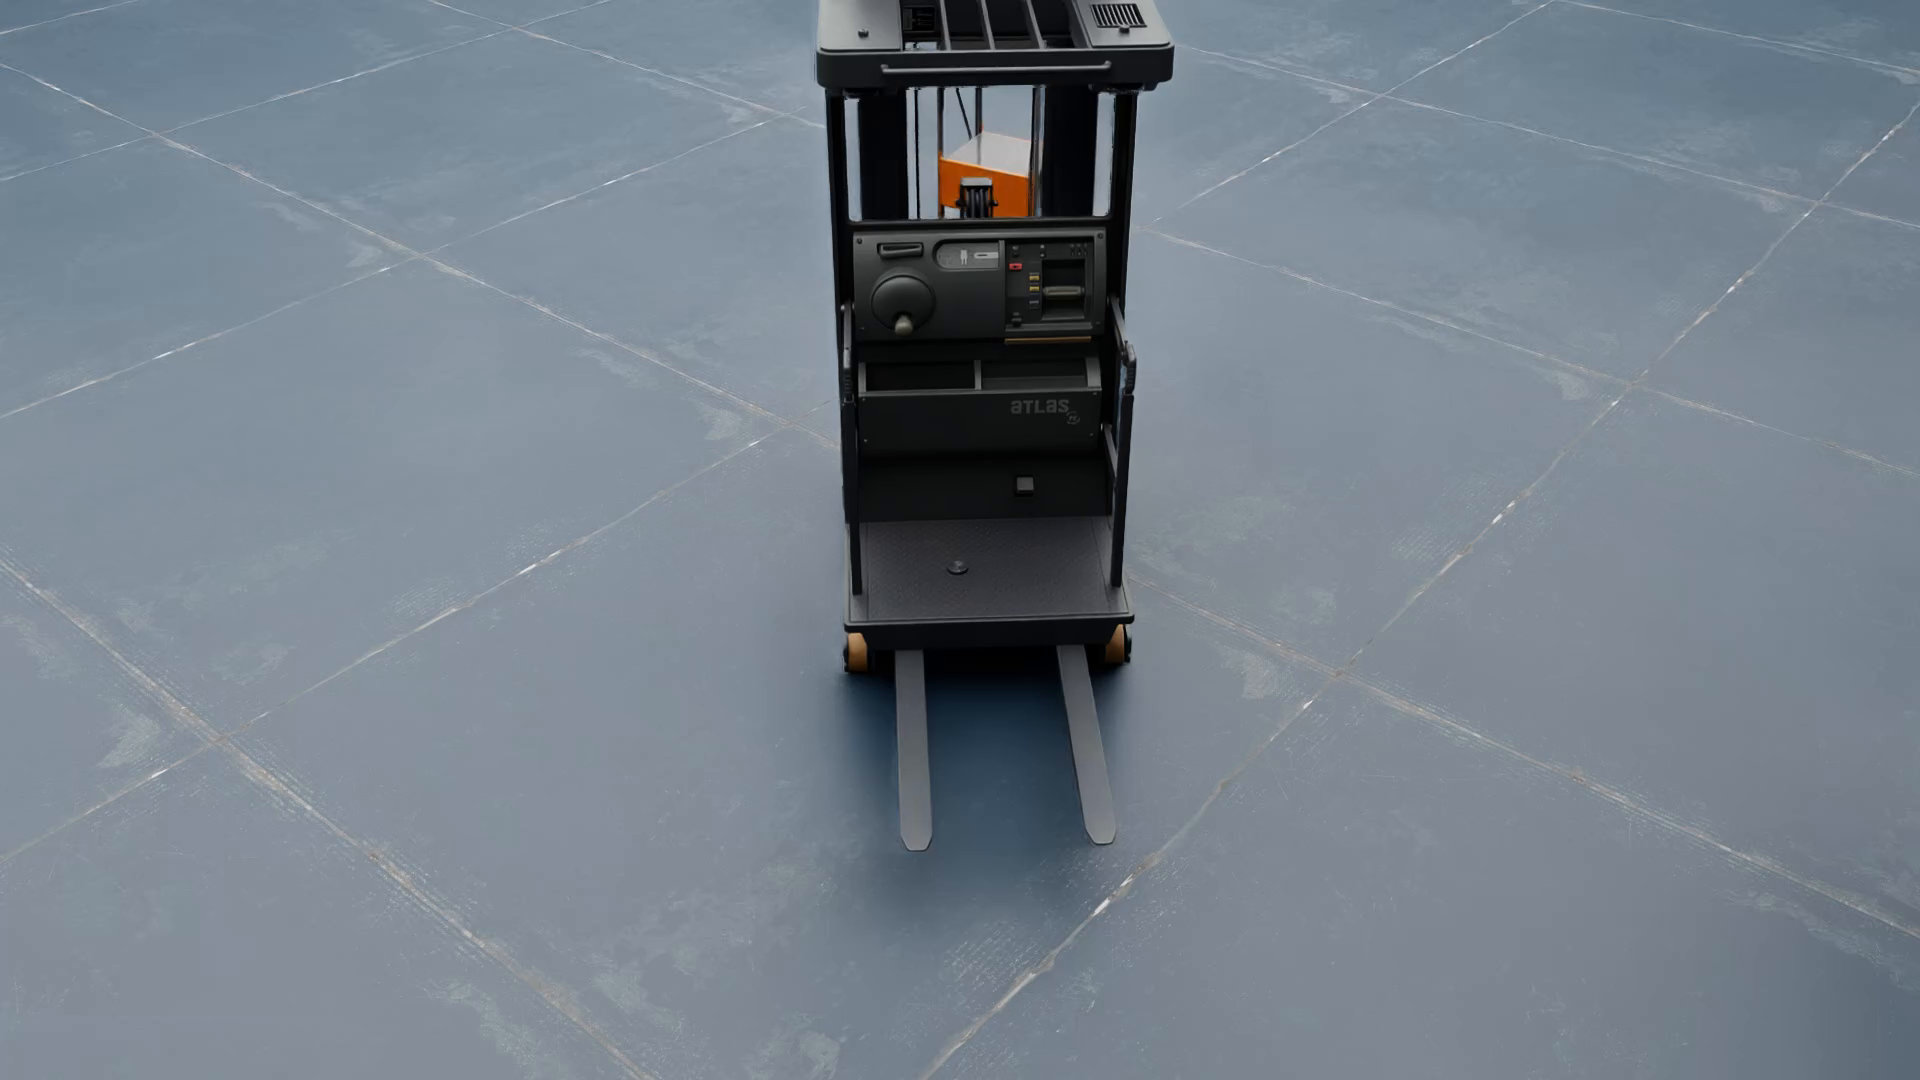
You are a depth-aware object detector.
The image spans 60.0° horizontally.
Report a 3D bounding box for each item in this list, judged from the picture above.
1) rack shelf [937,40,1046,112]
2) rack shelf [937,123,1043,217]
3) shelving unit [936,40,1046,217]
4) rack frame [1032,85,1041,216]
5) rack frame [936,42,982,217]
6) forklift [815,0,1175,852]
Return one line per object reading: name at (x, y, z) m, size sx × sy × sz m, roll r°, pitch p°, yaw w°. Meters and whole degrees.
rack shelf at (0.210, -2.160, 7.328) m, size 0.480 × 0.518 × 0.431 m, roll 18°, pitch 38°, yaw 24°
rack shelf at (0.210, -1.583, 7.724) m, size 0.480 × 0.518 × 0.431 m, roll 18°, pitch 38°, yaw 24°
shelving unit at (0.210, -1.594, 7.716) m, size 0.503 × 2.100 × 0.431 m, roll 18°, pitch 38°, yaw 24°
rack frame at (0.422, -1.526, 7.617) m, size 0.015 × 2.100 × 0.400 m, roll 18°, pitch 38°, yaw 24°
rack frame at (-0.003, -1.662, 7.815) m, size 0.015 × 2.100 × 0.400 m, roll 18°, pitch 38°, yaw 24°
forklift at (0.088, -0.882, 5.945) m, size 1.130 × 2.935 × 3.031 m, roll -2°, pitch 35°, yaw -2°
